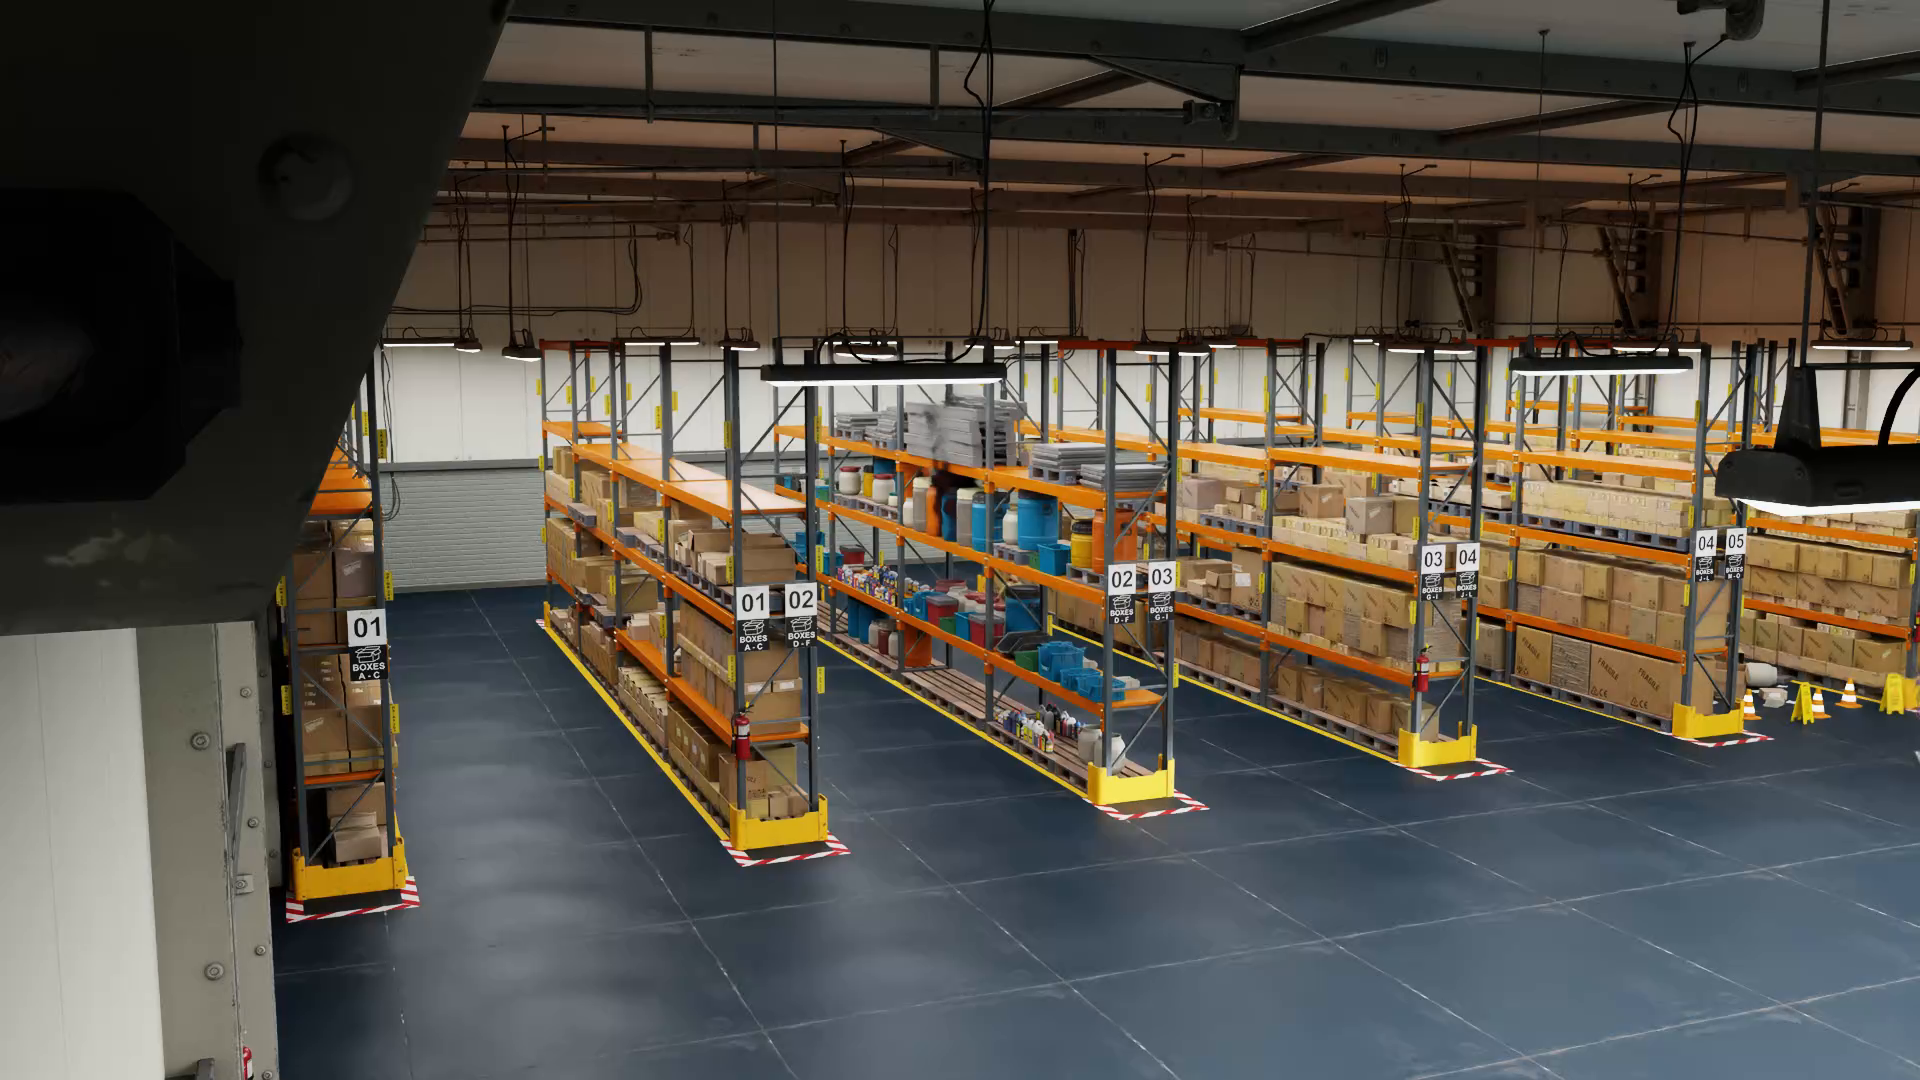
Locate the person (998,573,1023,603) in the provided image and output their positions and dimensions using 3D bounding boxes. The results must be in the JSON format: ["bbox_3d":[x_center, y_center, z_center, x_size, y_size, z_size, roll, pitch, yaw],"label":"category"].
[{"bbox_3d":[1.037,1.320,32.004,0.572,1.537,0.745,-4,8,-29],"label":"person"}]

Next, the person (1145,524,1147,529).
[{"bbox_3d":[4.353,0.442,39.069,0.705,1.694,0.727,-1,8,-9],"label":"person"}]
